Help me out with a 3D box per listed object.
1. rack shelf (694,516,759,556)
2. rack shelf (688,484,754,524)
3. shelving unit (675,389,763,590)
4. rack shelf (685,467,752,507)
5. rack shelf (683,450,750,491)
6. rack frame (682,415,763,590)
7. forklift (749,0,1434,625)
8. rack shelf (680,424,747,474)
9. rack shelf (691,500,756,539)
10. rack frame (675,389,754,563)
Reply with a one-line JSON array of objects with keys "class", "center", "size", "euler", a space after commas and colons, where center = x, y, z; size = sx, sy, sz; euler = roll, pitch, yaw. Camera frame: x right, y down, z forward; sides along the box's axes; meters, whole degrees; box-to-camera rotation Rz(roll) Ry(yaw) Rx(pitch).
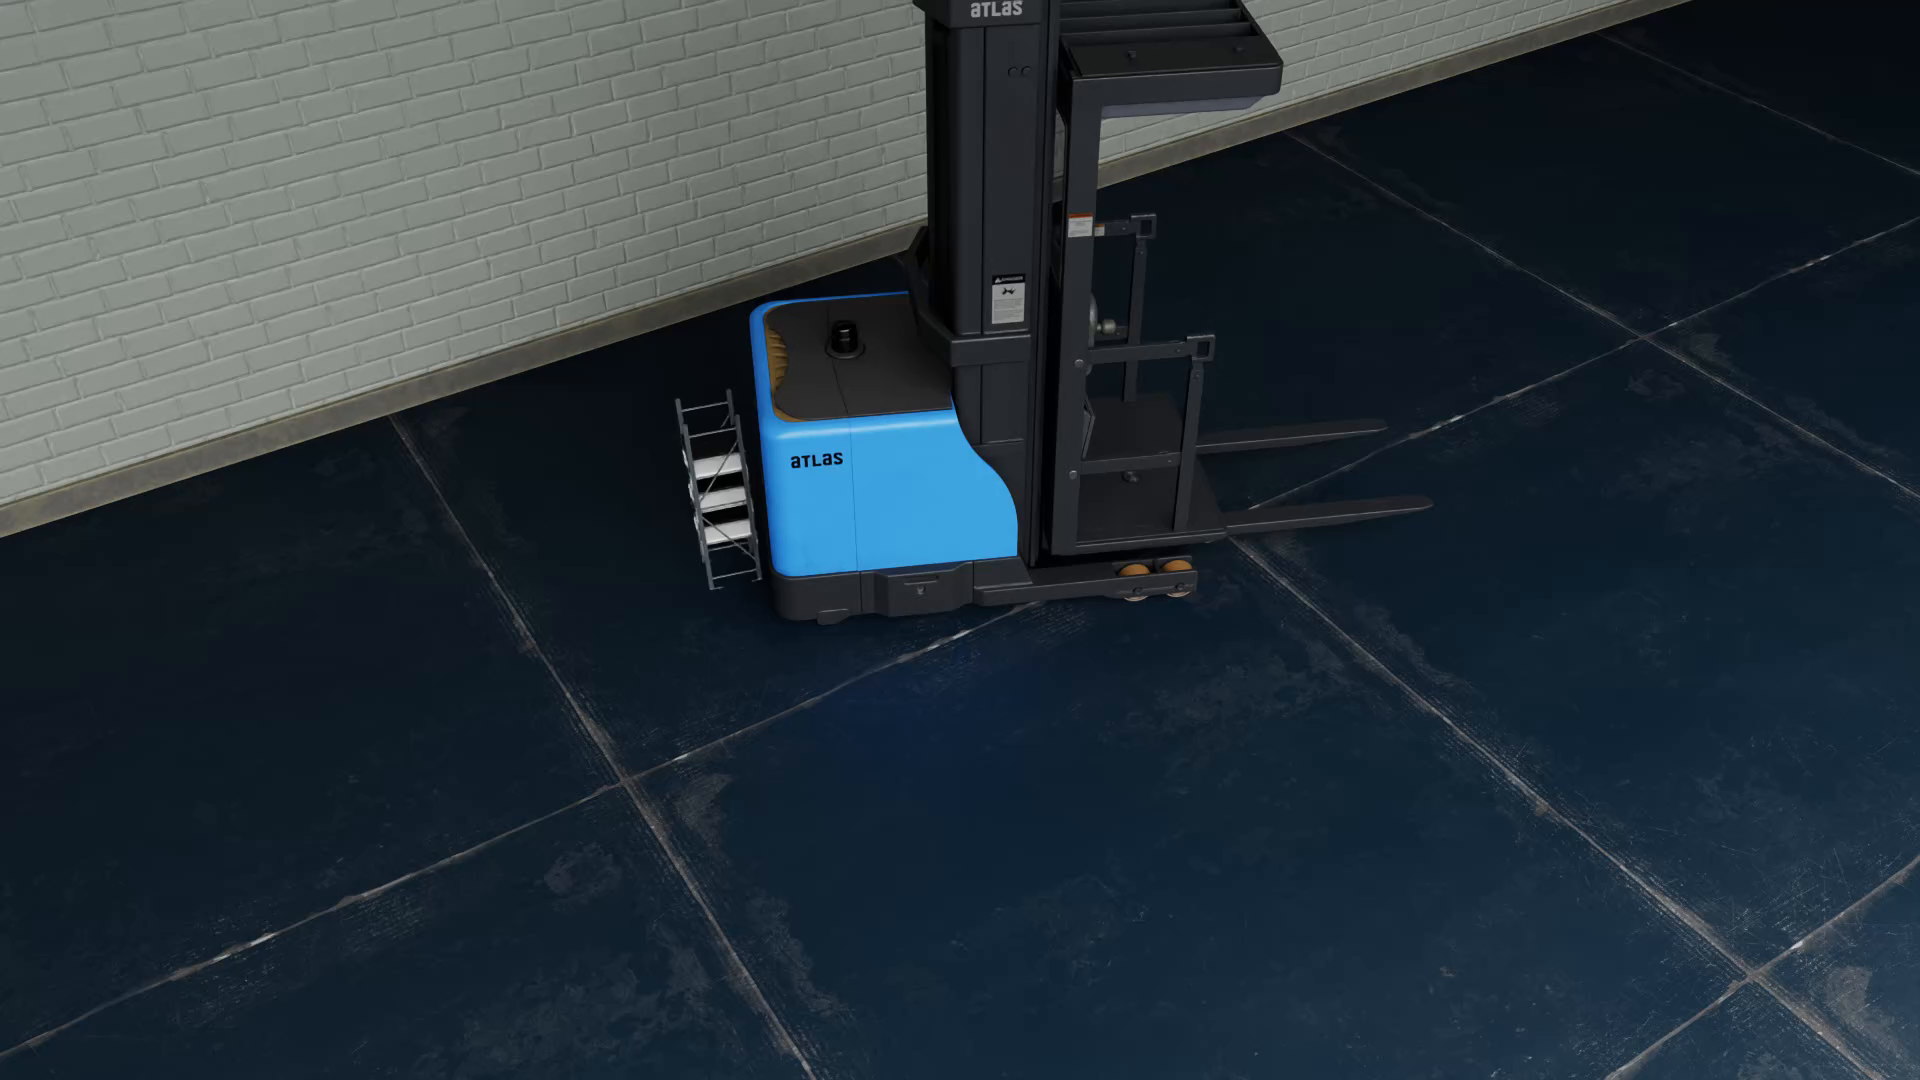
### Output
[{"class": "rack shelf", "center": [-1.045, -0.044, 7.423], "size": [0.258, 0.077, 0.200], "euler": [-12, 40, -11]}, {"class": "rack shelf", "center": [-1.051, -0.184, 7.310], "size": [0.258, 0.077, 0.200], "euler": [-12, 40, -11]}, {"class": "shelving unit", "center": [-1.052, -0.210, 7.289], "size": [0.258, 0.900, 0.210], "euler": [-12, 40, -11]}, {"class": "rack shelf", "center": [-1.054, -0.254, 7.254], "size": [0.258, 0.077, 0.200], "euler": [-12, 40, -11]}, {"class": "rack shelf", "center": [-1.057, -0.324, 7.197], "size": [0.258, 0.077, 0.200], "euler": [-12, 40, -11]}, {"class": "rack frame", "center": [-1.024, -0.149, 7.213], "size": [0.240, 0.900, 0.006], "euler": [-12, 40, -11]}, {"class": "forklift", "center": [0.620, -1.184, 6.882], "size": [3.031, 2.935, 1.130], "euler": [-5, 40, -6]}, {"class": "rack shelf", "center": [-1.060, -0.394, 7.141], "size": [0.258, 0.077, 0.200], "euler": [-12, 40, -11]}, {"class": "rack shelf", "center": [-1.048, -0.114, 7.367], "size": [0.258, 0.077, 0.200], "euler": [-12, 40, -11]}, {"class": "rack frame", "center": [-1.080, -0.271, 7.366], "size": [0.240, 0.900, 0.006], "euler": [-12, 40, -11]}]
